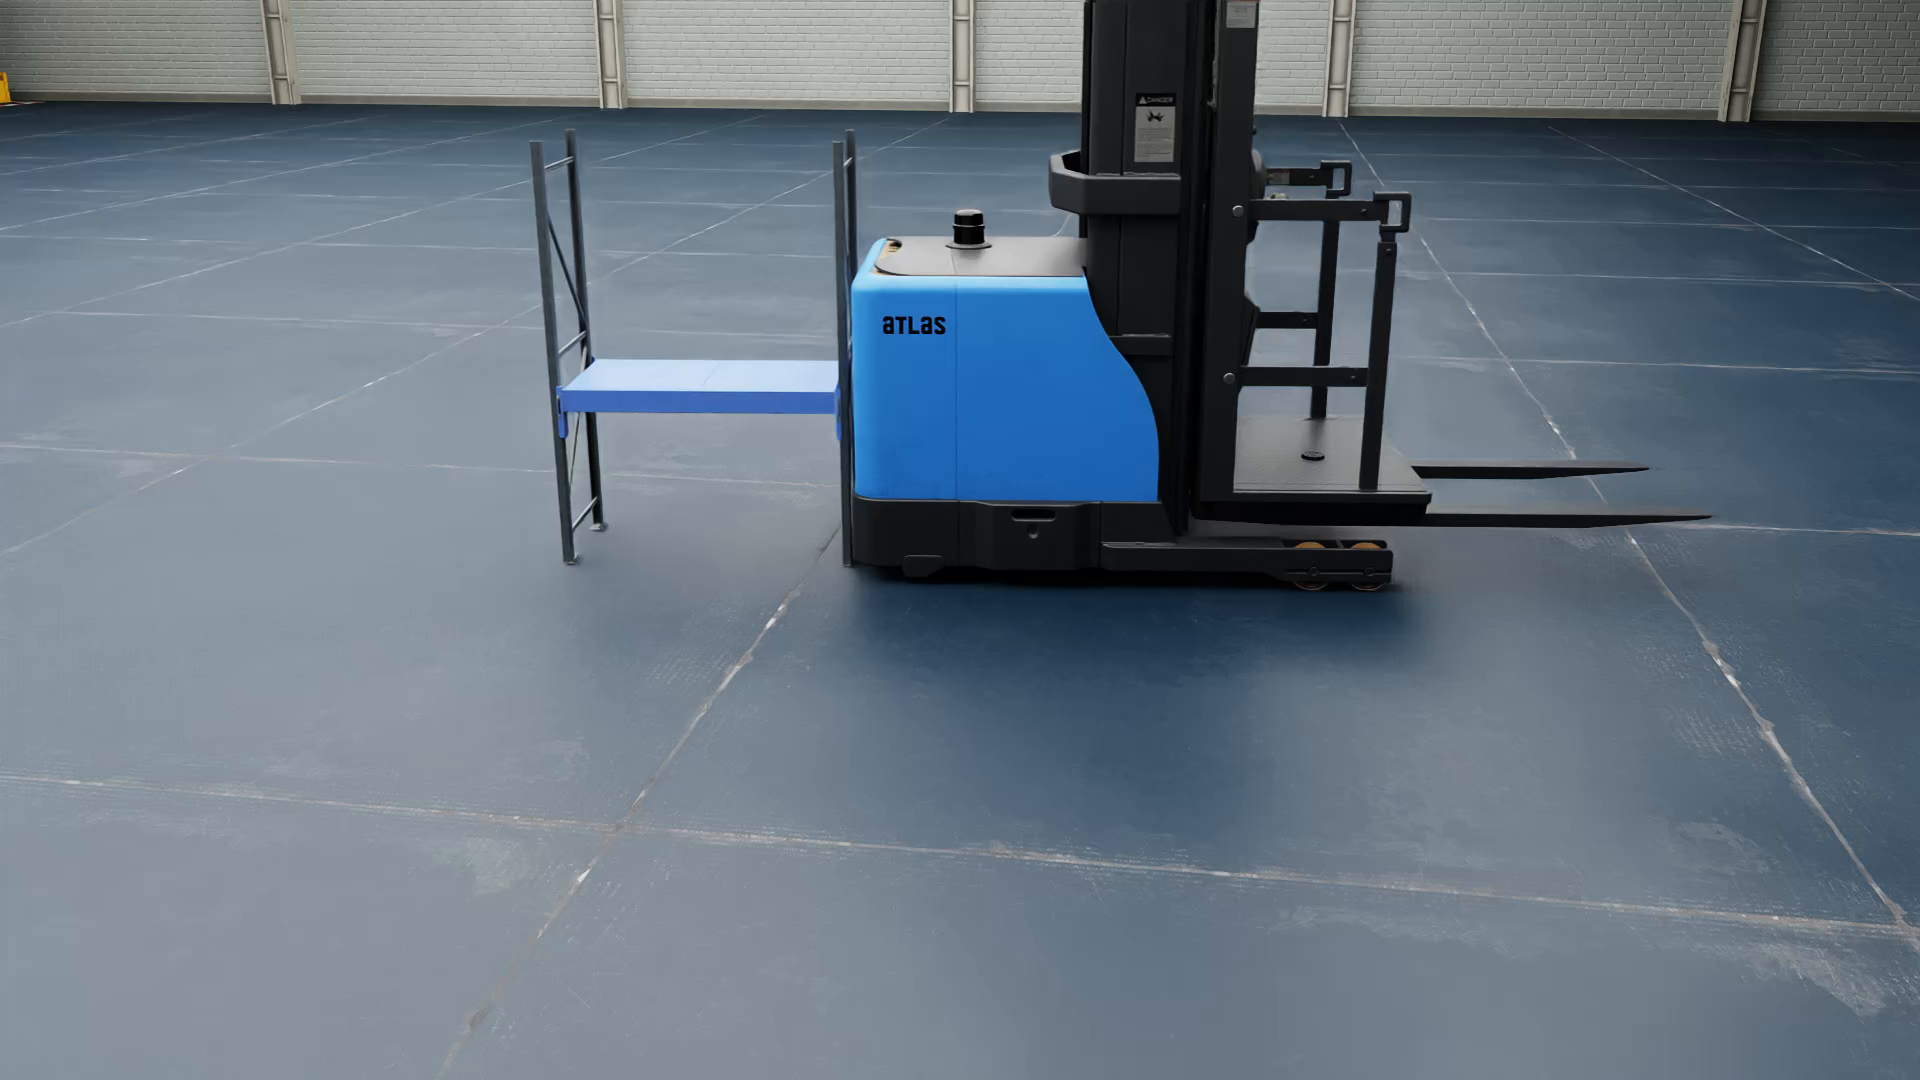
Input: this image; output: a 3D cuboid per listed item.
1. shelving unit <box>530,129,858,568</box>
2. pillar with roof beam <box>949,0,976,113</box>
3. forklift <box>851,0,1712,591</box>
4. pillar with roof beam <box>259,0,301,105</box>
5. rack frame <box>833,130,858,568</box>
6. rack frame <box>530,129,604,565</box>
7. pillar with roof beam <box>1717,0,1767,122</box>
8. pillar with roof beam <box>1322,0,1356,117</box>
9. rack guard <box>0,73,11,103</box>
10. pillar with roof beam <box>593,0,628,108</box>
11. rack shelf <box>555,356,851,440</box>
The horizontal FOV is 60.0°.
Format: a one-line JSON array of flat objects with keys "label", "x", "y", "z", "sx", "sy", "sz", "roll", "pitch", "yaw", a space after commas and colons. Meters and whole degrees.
[{"label": "shelving unit", "x": -0.908, "y": -0.696, "z": 6.019, "sx": 1.048, "sy": 1.500, "sz": 0.538, "roll": 1, "pitch": 19, "yaw": 2}, {"label": "pillar with roof beam", "x": -0.639, "y": -9.972, "z": 21.924, "sx": 0.400, "sy": 9.000, "sz": 9.100, "roll": 3, "pitch": 19, "yaw": 9}, {"label": "forklift", "x": 1.147, "y": -1.384, "z": 5.820, "sx": 3.031, "sy": 2.935, "sz": 1.130, "roll": 1, "pitch": 19, "yaw": 2}, {"label": "pillar with roof beam", "x": -12.487, "y": -10.576, "z": 23.729, "sx": 0.400, "sy": 9.000, "sz": 9.100, "roll": 3, "pitch": 19, "yaw": 9}, {"label": "rack frame", "x": -0.400, "y": -0.691, "z": 6.004, "sx": 0.032, "sy": 1.500, "sz": 0.500, "roll": 1, "pitch": 19, "yaw": 2}, {"label": "rack frame", "x": -1.416, "y": -0.701, "z": 6.033, "sx": 0.032, "sy": 1.500, "sz": 0.500, "roll": 1, "pitch": 19, "yaw": 2}, {"label": "pillar with roof beam", "x": 11.209, "y": -9.368, "z": 20.119, "sx": 0.400, "sy": 9.000, "sz": 9.100, "roll": 3, "pitch": 19, "yaw": 9}, {"label": "pillar with roof beam", "x": 5.285, "y": -9.670, "z": 21.021, "sx": 0.400, "sy": 9.000, "sz": 9.100, "roll": 3, "pitch": 19, "yaw": 9}, {"label": "rack guard", "x": -17.160, "y": -7.877, "z": 29.058, "sx": 0.348, "sy": 0.500, "sz": 1.175, "roll": 3, "pitch": 19, "yaw": 9}, {"label": "pillar with roof beam", "x": -6.563, "y": -10.274, "z": 22.826, "sx": 0.400, "sy": 9.000, "sz": 9.100, "roll": 3, "pitch": 19, "yaw": 9}, {"label": "rack shelf", "x": -0.908, "y": -0.525, "z": 6.076, "sx": 1.000, "sy": 0.185, "sz": 0.538, "roll": 1, "pitch": 19, "yaw": 2}]
